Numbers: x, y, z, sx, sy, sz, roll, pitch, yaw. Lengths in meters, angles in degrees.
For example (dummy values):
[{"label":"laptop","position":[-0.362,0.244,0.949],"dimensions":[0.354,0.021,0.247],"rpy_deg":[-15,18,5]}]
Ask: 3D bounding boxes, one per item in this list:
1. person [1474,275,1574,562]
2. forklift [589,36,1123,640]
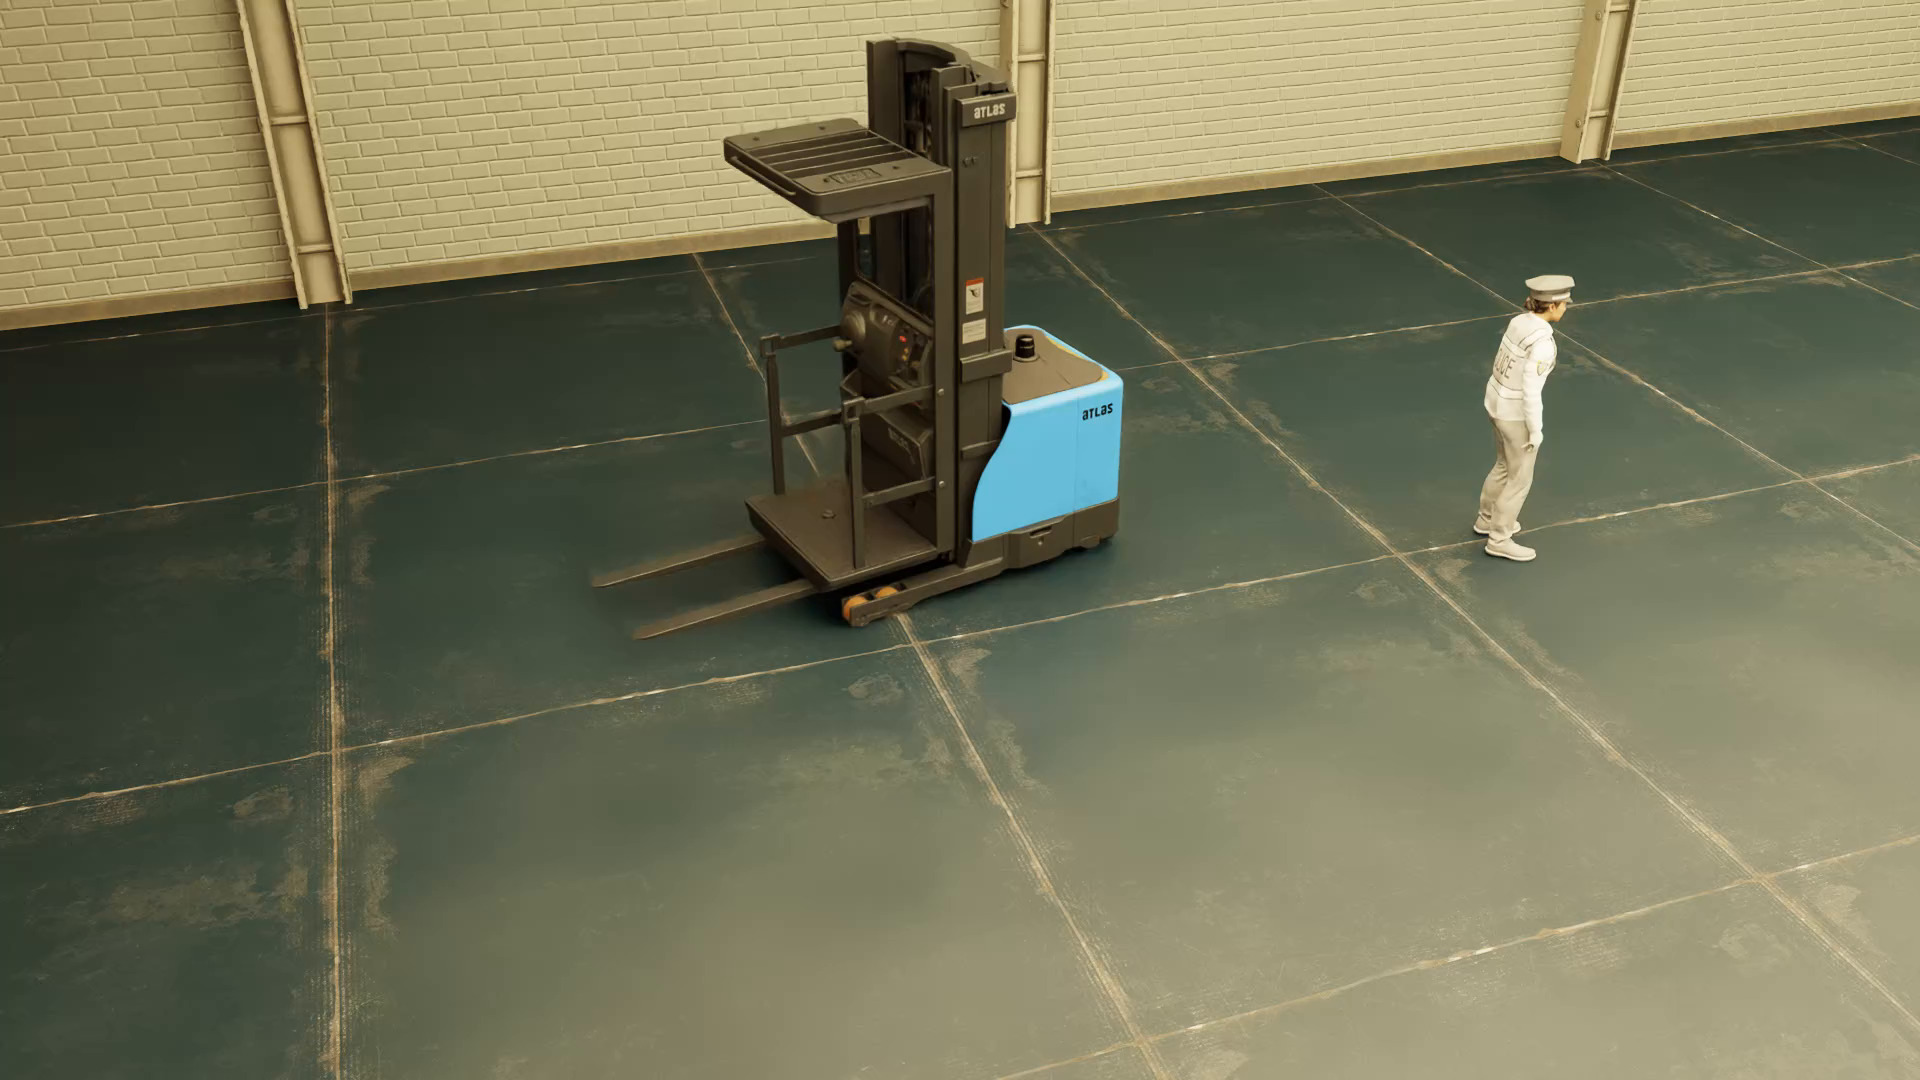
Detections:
[{"label":"person","position":[3.232,-0.721,9.615],"dimensions":[0.373,1.661,0.537],"rpy_deg":[-1,30,-1]},{"label":"forklift","position":[-0.580,-1.090,8.982],"dimensions":[3.031,2.935,1.130],"rpy_deg":[-17,34,-27]}]
